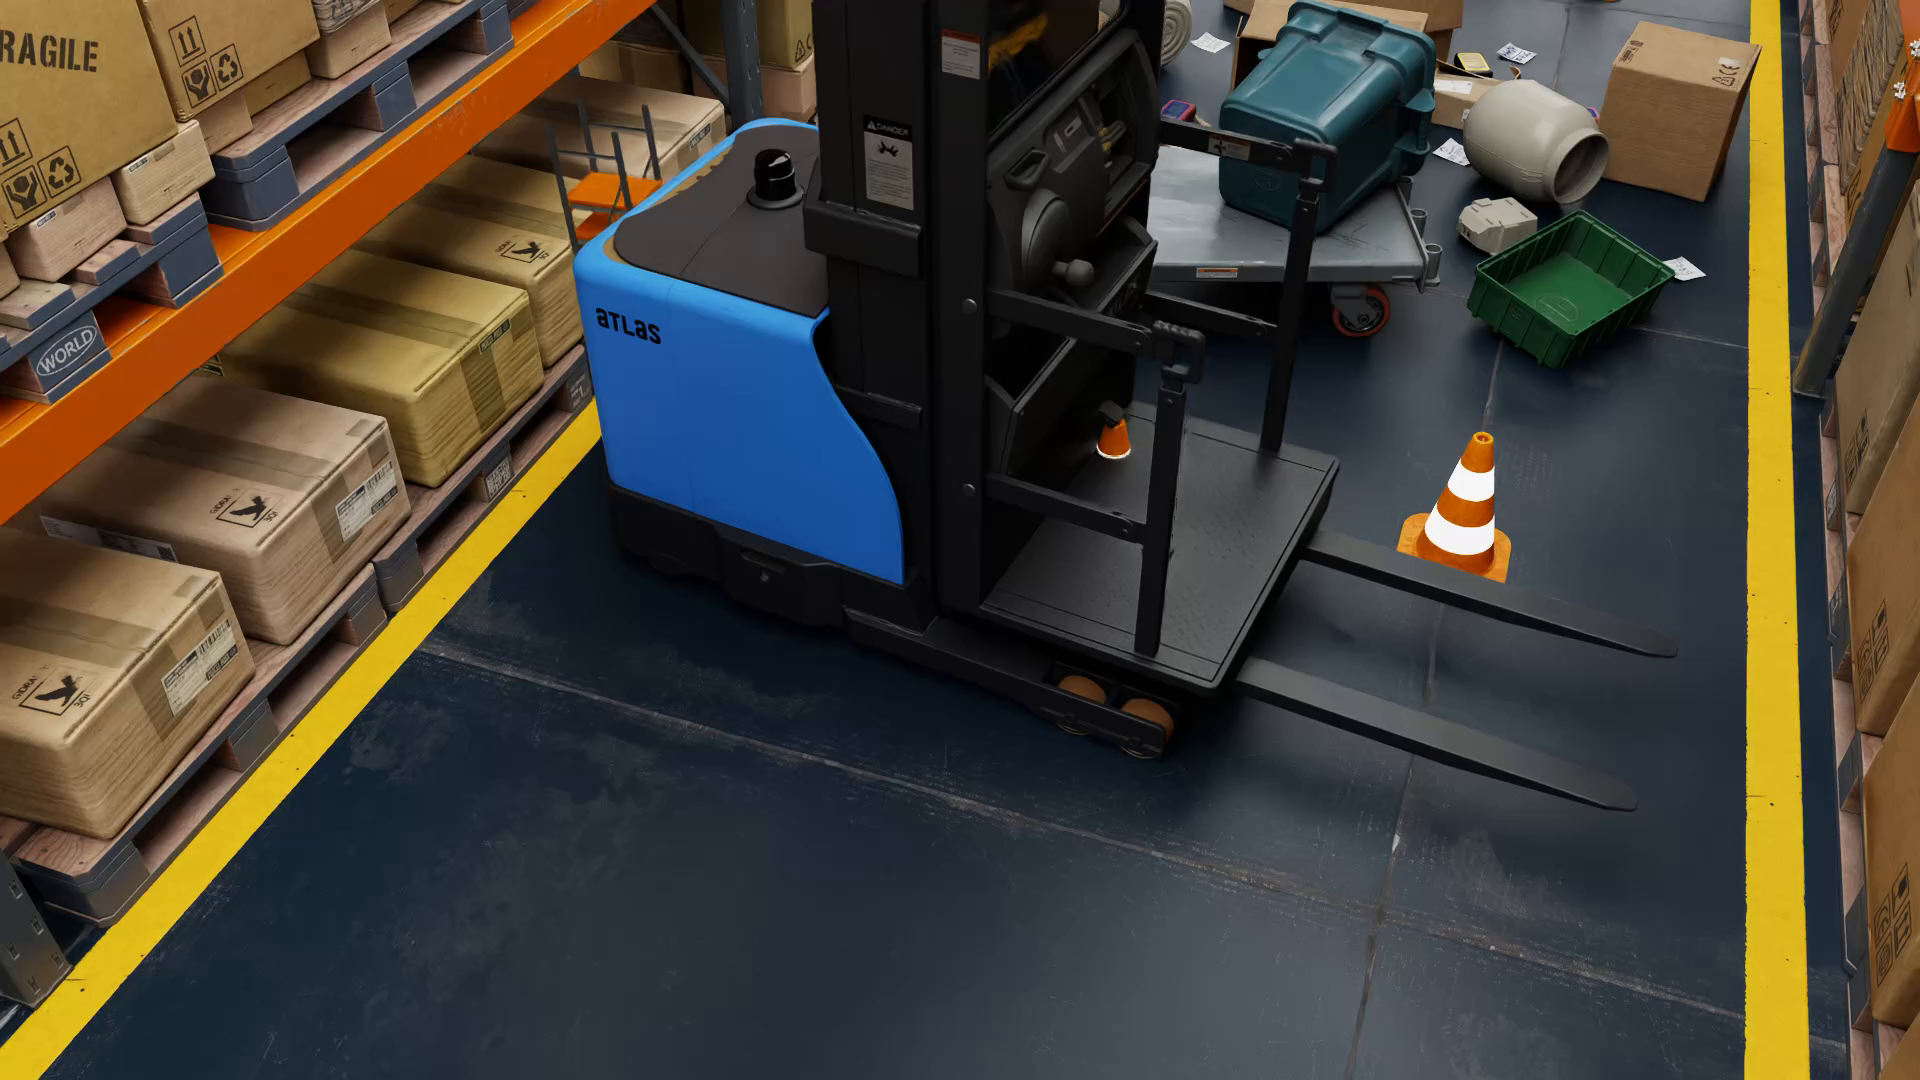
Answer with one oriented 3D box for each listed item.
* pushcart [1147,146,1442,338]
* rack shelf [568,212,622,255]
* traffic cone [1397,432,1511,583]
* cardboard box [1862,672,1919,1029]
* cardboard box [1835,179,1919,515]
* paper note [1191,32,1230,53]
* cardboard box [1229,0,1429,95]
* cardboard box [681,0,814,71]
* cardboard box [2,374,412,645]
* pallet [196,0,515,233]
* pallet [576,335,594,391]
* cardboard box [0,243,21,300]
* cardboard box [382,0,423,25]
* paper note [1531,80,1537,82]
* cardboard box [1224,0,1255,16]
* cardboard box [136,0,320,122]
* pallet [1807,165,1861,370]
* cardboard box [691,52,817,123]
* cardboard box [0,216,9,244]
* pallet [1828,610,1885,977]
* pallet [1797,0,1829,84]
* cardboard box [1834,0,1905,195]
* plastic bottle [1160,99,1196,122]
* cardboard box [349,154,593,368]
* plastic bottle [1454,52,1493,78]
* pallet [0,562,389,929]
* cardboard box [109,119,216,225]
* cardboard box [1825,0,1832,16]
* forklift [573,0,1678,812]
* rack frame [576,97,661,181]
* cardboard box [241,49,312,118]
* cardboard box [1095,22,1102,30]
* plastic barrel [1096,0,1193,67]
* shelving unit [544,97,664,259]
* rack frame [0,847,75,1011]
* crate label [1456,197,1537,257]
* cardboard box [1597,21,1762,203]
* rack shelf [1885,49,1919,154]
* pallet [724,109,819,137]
[{"bbox_3d":[0.890,-1.140,6.296,1.648,0.377,0.936,0,40,0],"label":"pushcart"},{"bbox_3d":[-1.038,-0.926,5.099,0.258,0.103,0.180,11,41,17],"label":"rack shelf"},{"bbox_3d":[1.539,-0.129,5.044,0.336,0.463,0.334,13,42,15],"label":"traffic cone"},{"bbox_3d":[2.637,0.674,3.559,1.050,0.750,0.750,14,42,16],"label":"cardboard box"},{"bbox_3d":[3.289,-0.482,4.914,1.050,0.750,0.750,13,42,15],"label":"cardboard box"},{"bbox_3d":[1.214,-2.416,8.067,0.148,0.019,0.142,29,48,29],"label":"paper note"},{"bbox_3d":[1.565,-1.950,7.043,0.797,0.637,0.503,13,42,15],"label":"cardboard box"},{"bbox_3d":[-0.814,-2.312,6.867,0.500,0.500,0.500,15,43,17],"label":"cardboard box"},{"bbox_3d":[-2.190,-0.128,4.790,0.950,0.372,0.625,13,42,14],"label":"cardboard box"},{"bbox_3d":[-1.999,-1.317,4.631,1.003,0.211,1.213,13,42,15],"label":"pallet"},{"bbox_3d":[-1.535,-1.078,6.350,1.003,0.211,1.213,13,42,15],"label":"pallet"},{"bbox_3d":[-2.223,-0.560,3.465,0.380,0.149,0.250,11,42,12],"label":"cardboard box"},{"bbox_3d":[-1.735,-1.546,4.621,0.380,0.149,0.250,12,42,14],"label":"cardboard box"},{"bbox_3d":[2.632,-2.116,7.722,0.123,0.001,0.032,-29,48,-29],"label":"paper note"},{"bbox_3d":[1.548,-2.721,8.325,0.250,0.149,0.380,-29,48,-29],"label":"cardboard box"},{"bbox_3d":[-1.919,-1.353,3.895,0.500,0.500,0.500,14,42,16],"label":"cardboard box"},{"bbox_3d":[3.750,-0.962,6.215,1.003,0.211,1.213,13,42,15],"label":"pallet"},{"bbox_3d":[-0.814,-2.027,7.110,0.500,0.250,0.500,11,42,13],"label":"cardboard box"},{"bbox_3d":[-2.266,-0.708,3.139,0.500,0.500,0.500,12,42,14],"label":"cardboard box"},{"bbox_3d":[2.808,0.718,4.246,1.003,0.211,1.213,13,42,15],"label":"pallet"},{"bbox_3d":[4.584,-2.450,7.960,1.003,0.211,1.213,13,42,15],"label":"pallet"},{"bbox_3d":[4.002,-1.847,6.417,0.875,0.875,0.875,14,42,15],"label":"cardboard box"},{"bbox_3d":[0.934,-1.867,7.391,0.133,0.061,0.283,21,45,22],"label":"plastic bottle"},{"bbox_3d":[-1.689,-1.014,5.828,0.950,0.372,0.625,16,43,18],"label":"cardboard box"},{"bbox_3d":[2.408,-2.193,7.773,0.133,0.061,0.283,0,40,0],"label":"plastic bottle"},{"bbox_3d":[-2.369,0.411,4.606,1.003,0.211,1.213,13,42,15],"label":"pallet"},{"bbox_3d":[-1.973,-0.880,3.840,0.380,0.149,0.250,14,42,15],"label":"cardboard box"},{"bbox_3d":[4.614,-2.939,7.698,0.875,0.875,0.875,14,42,15],"label":"cardboard box"},{"bbox_3d":[0.476,-0.914,4.063,3.031,2.935,1.130,18,44,20],"label":"forklift"},{"bbox_3d":[-0.997,-0.831,5.289,0.240,1.200,0.006,11,41,17],"label":"rack frame"},{"bbox_3d":[-1.904,-1.225,4.245,0.380,0.149,0.250,15,43,17],"label":"cardboard box"},{"bbox_3d":[0.413,-1.574,6.126,0.500,0.500,0.500,13,42,15],"label":"cardboard box"},{"bbox_3d":[0.814,-2.477,7.828,0.421,0.421,0.512,-21,45,-22],"label":"plastic barrel"},{"bbox_3d":[-1.027,-0.775,5.223,0.258,1.200,0.189,11,41,17],"label":"shelving unit"},{"bbox_3d":[-2.638,-0.174,3.143,1.000,3.000,0.127,13,42,15],"label":"rack frame"},{"bbox_3d":[2.139,-1.251,6.611,0.298,0.136,0.250,-13,42,-15],"label":"crate label"},{"bbox_3d":[2.983,-1.801,6.974,0.500,0.500,0.500,21,45,22],"label":"cardboard box"},{"bbox_3d":[2.733,-0.083,3.591,1.077,0.370,4.000,13,42,15],"label":"rack shelf"},{"bbox_3d":[-1.073,-1.970,7.397,1.003,0.211,1.213,13,42,15],"label":"pallet"}]
